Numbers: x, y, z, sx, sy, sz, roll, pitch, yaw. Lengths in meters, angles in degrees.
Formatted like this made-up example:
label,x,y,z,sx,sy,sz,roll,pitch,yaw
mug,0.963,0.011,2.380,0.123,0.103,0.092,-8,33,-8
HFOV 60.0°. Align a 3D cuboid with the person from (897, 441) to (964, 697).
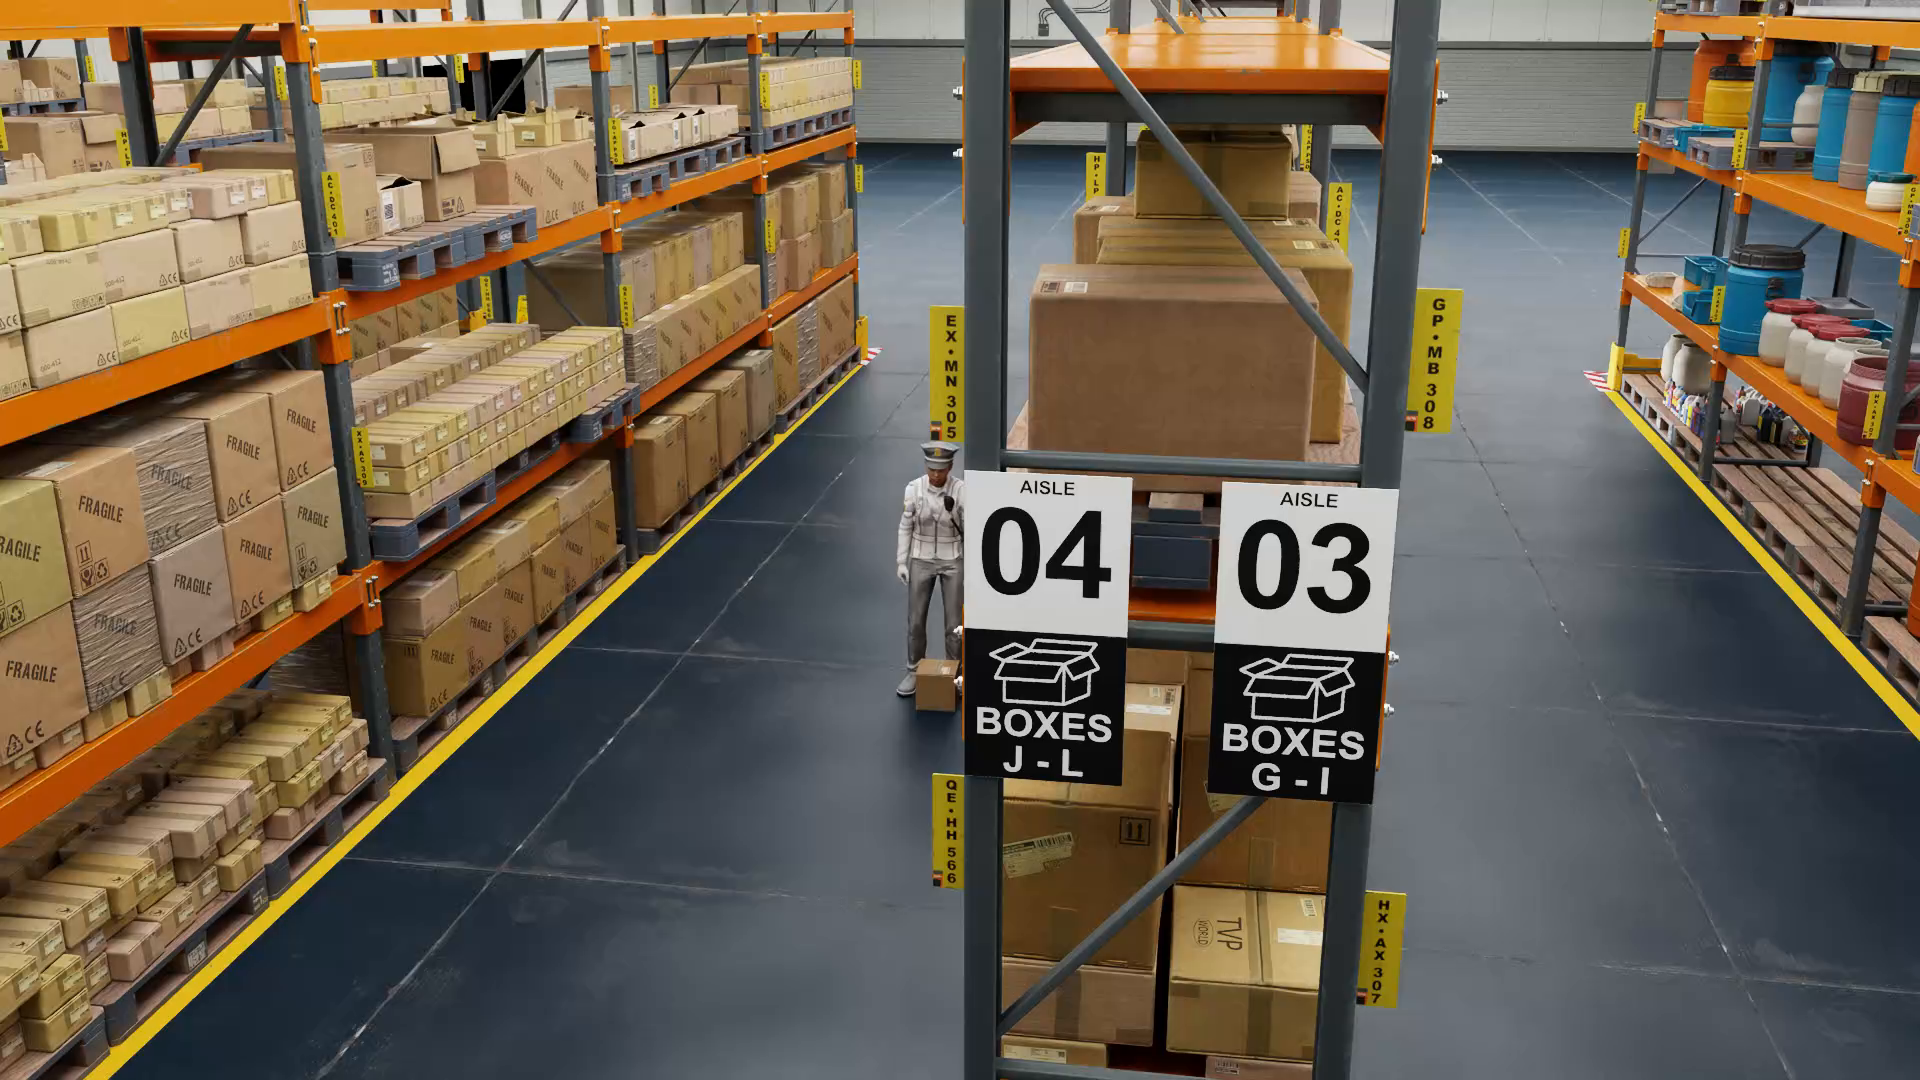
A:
label,x,y,z,sx,sy,sz,roll,pitch,yaw
person,-0.140,0.171,10.525,0.527,1.662,0.376,2,18,8
